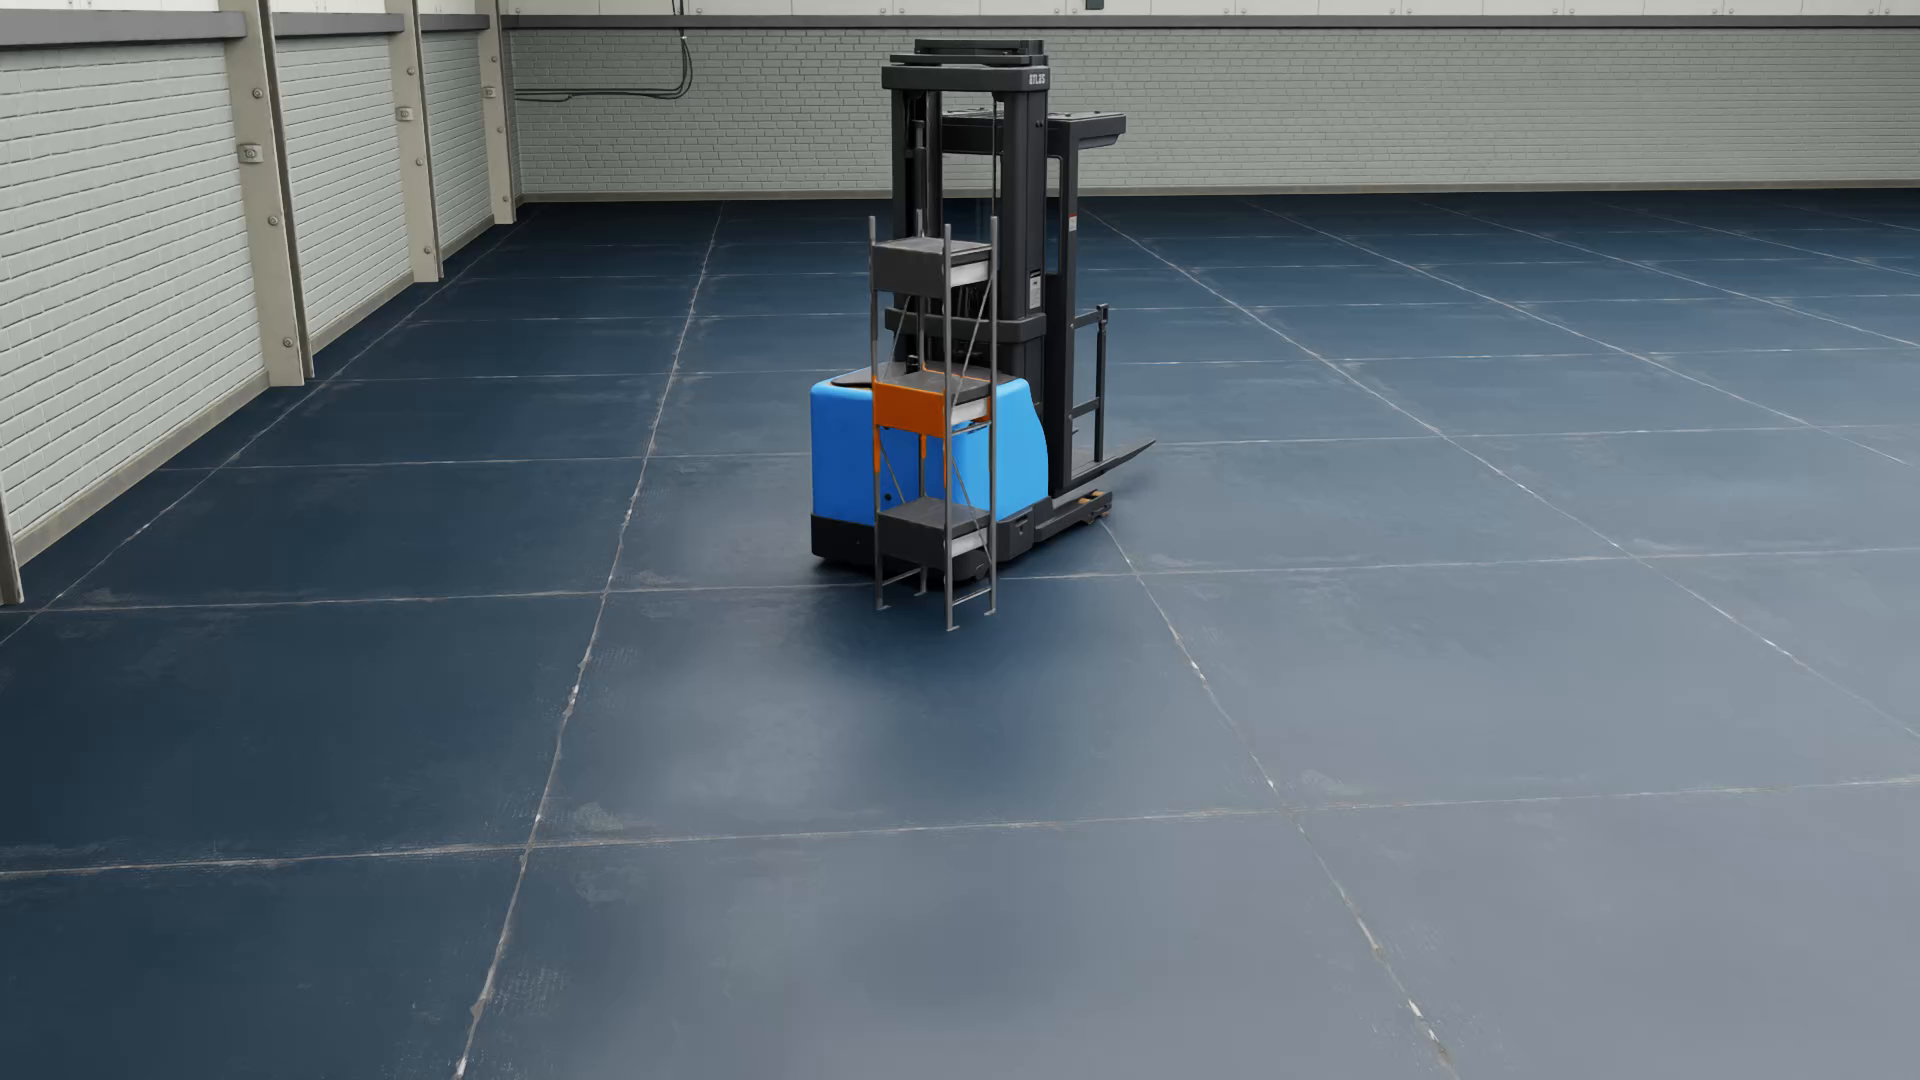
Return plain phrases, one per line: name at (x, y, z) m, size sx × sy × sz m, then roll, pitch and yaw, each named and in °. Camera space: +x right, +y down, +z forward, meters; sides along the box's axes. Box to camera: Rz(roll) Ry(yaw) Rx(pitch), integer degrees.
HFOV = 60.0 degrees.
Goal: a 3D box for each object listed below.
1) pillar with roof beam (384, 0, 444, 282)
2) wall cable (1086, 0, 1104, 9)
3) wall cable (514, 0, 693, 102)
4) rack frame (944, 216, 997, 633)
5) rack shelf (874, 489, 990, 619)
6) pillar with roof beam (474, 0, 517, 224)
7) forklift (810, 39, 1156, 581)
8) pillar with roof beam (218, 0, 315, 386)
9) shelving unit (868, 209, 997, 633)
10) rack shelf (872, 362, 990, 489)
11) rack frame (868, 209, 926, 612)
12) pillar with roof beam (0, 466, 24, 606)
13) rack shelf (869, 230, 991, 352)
pillar with roof beam at (-2.222, -7.609, 19.390) m, size 9.100 × 9.000 × 0.400 m, roll -2°, pitch 18°, yaw -6°
wall cable at (3.333, -12.093, 27.996) m, size 2.305 × 6.003 × 0.169 m, roll -2°, pitch 18°, yaw -6°
wall cable at (-6.112, -8.701, 28.051) m, size 3.097 × 2.526 × 0.112 m, roll -2°, pitch 18°, yaw -6°
rack frame at (0.056, -0.566, 8.465) m, size 0.015 × 2.100 × 0.400 m, roll 14°, pitch 23°, yaw 37°
rack shelf at (-0.132, 0.065, 8.833) m, size 0.480 × 0.518 × 0.431 m, roll 14°, pitch 23°, yaw 37°
pillar with roof beam at (-2.841, -9.396, 25.084) m, size 9.100 × 9.000 × 0.400 m, roll -2°, pitch 18°, yaw -6°
forklift at (0.320, -1.559, 10.250) m, size 1.130 × 2.935 × 3.031 m, roll 10°, pitch 20°, yaw 29°
pillar with roof beam at (-1.603, -5.821, 13.696) m, size 9.100 × 9.000 × 0.400 m, roll -2°, pitch 18°, yaw -6°
shelving unit at (-0.133, -0.613, 8.611) m, size 0.503 × 2.100 × 0.431 m, roll 14°, pitch 23°, yaw 37°
rack shelf at (-0.133, -0.600, 8.615) m, size 0.480 × 0.518 × 0.431 m, roll 14°, pitch 23°, yaw 37°
rack frame at (-0.323, -0.661, 8.757) m, size 0.015 × 2.100 × 0.400 m, roll 14°, pitch 23°, yaw 37°
pillar with roof beam at (-0.984, -4.034, 8.002) m, size 9.100 × 9.000 × 0.400 m, roll -2°, pitch 18°, yaw -6°
rack shelf at (-0.135, -1.265, 8.397) m, size 0.480 × 0.518 × 0.431 m, roll 14°, pitch 23°, yaw 37°
